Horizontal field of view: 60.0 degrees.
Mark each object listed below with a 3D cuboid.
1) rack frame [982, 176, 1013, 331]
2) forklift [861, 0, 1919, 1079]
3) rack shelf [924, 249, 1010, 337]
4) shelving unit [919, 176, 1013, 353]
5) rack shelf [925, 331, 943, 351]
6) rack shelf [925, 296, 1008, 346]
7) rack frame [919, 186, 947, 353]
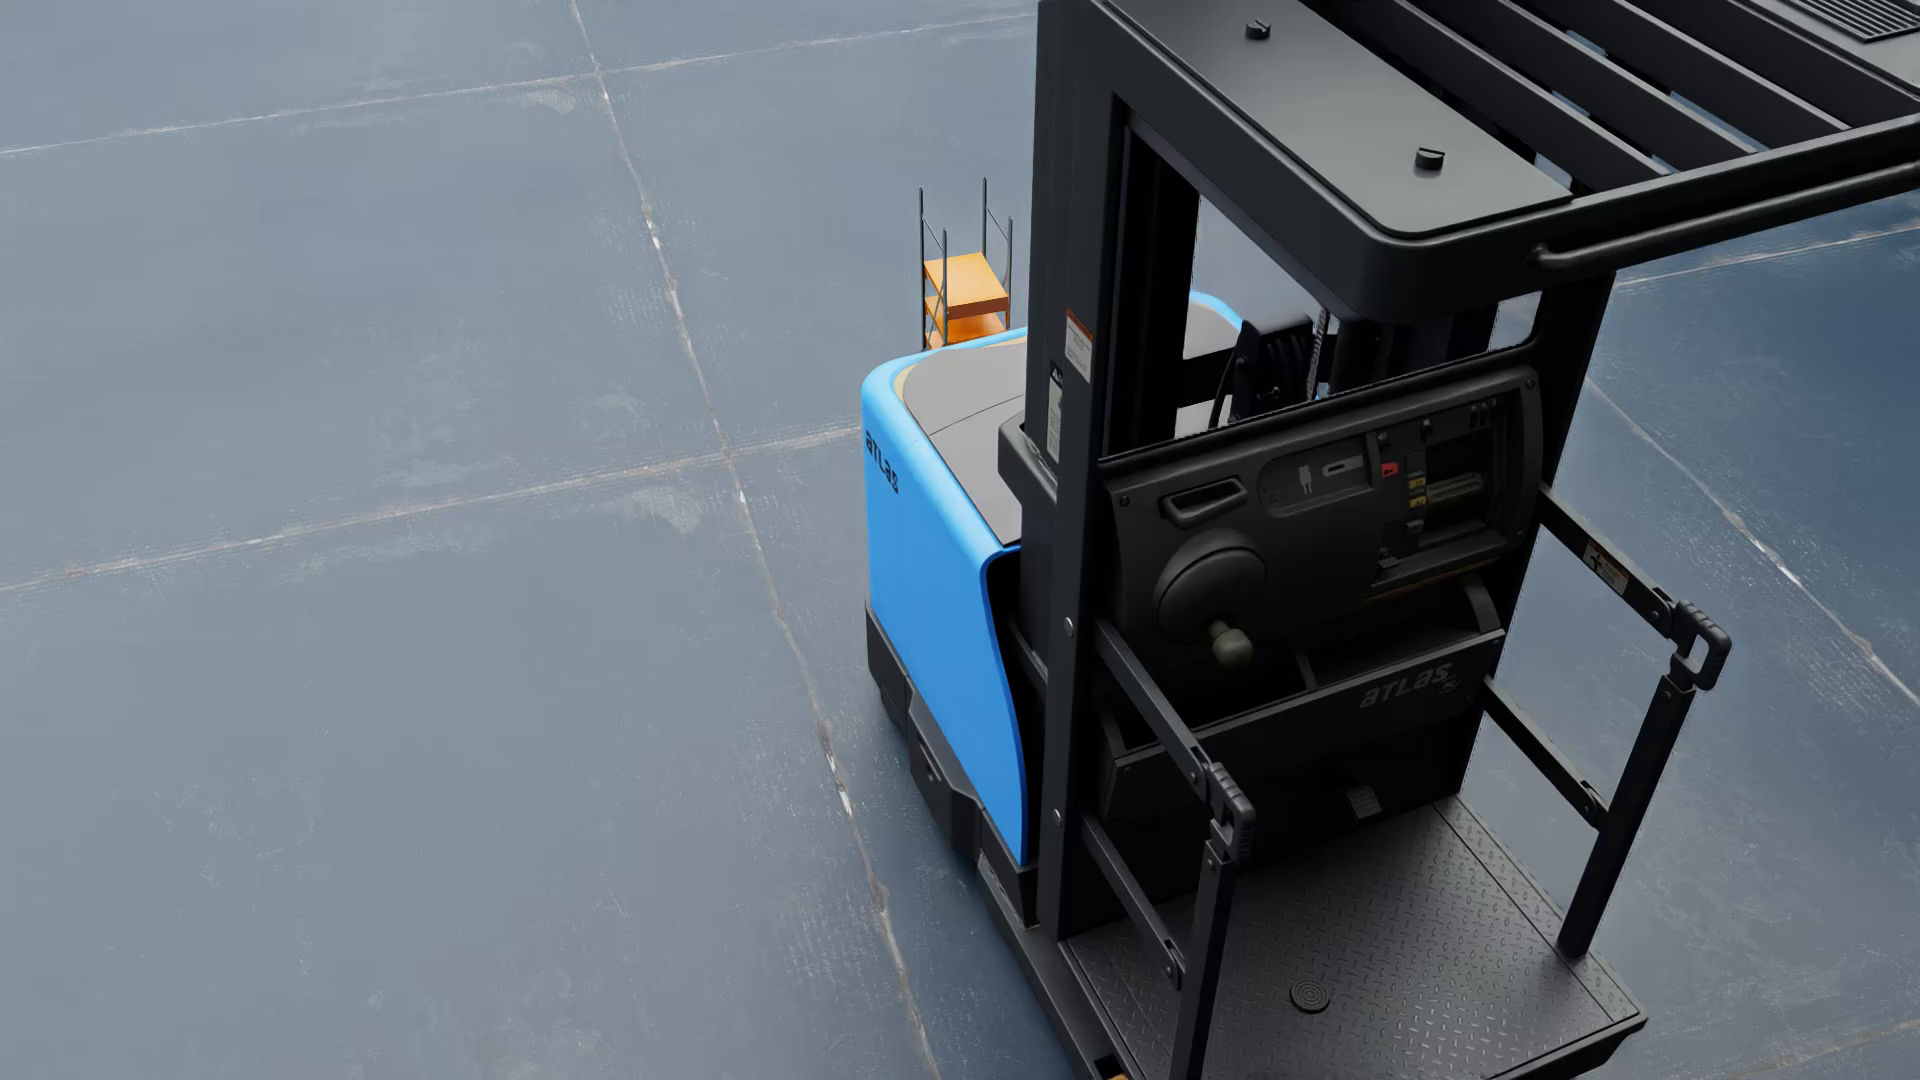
[{"bbox_3d":[0.101,-0.473,4.879,0.006,1.200,0.240,-12,42,-13],"label":"rack frame"},{"bbox_3d":[0.791,0.037,2.980,1.130,2.935,3.031,-16,44,-18],"label":"forklift"},{"bbox_3d":[0.014,-0.692,4.651,0.180,0.103,0.258,-12,42,-13],"label":"rack shelf"},{"bbox_3d":[0.014,-0.455,4.859,0.189,1.200,0.258,-12,42,-13],"label":"shelving unit"},{"bbox_3d":[0.014,-0.512,4.809,0.180,0.103,0.258,-12,42,-13],"label":"rack shelf"},{"bbox_3d":[0.014,-0.602,4.730,0.180,0.103,0.258,-12,42,-13],"label":"rack shelf"},{"bbox_3d":[-0.073,-0.437,4.838,0.006,1.200,0.240,-12,42,-13],"label":"rack frame"}]
